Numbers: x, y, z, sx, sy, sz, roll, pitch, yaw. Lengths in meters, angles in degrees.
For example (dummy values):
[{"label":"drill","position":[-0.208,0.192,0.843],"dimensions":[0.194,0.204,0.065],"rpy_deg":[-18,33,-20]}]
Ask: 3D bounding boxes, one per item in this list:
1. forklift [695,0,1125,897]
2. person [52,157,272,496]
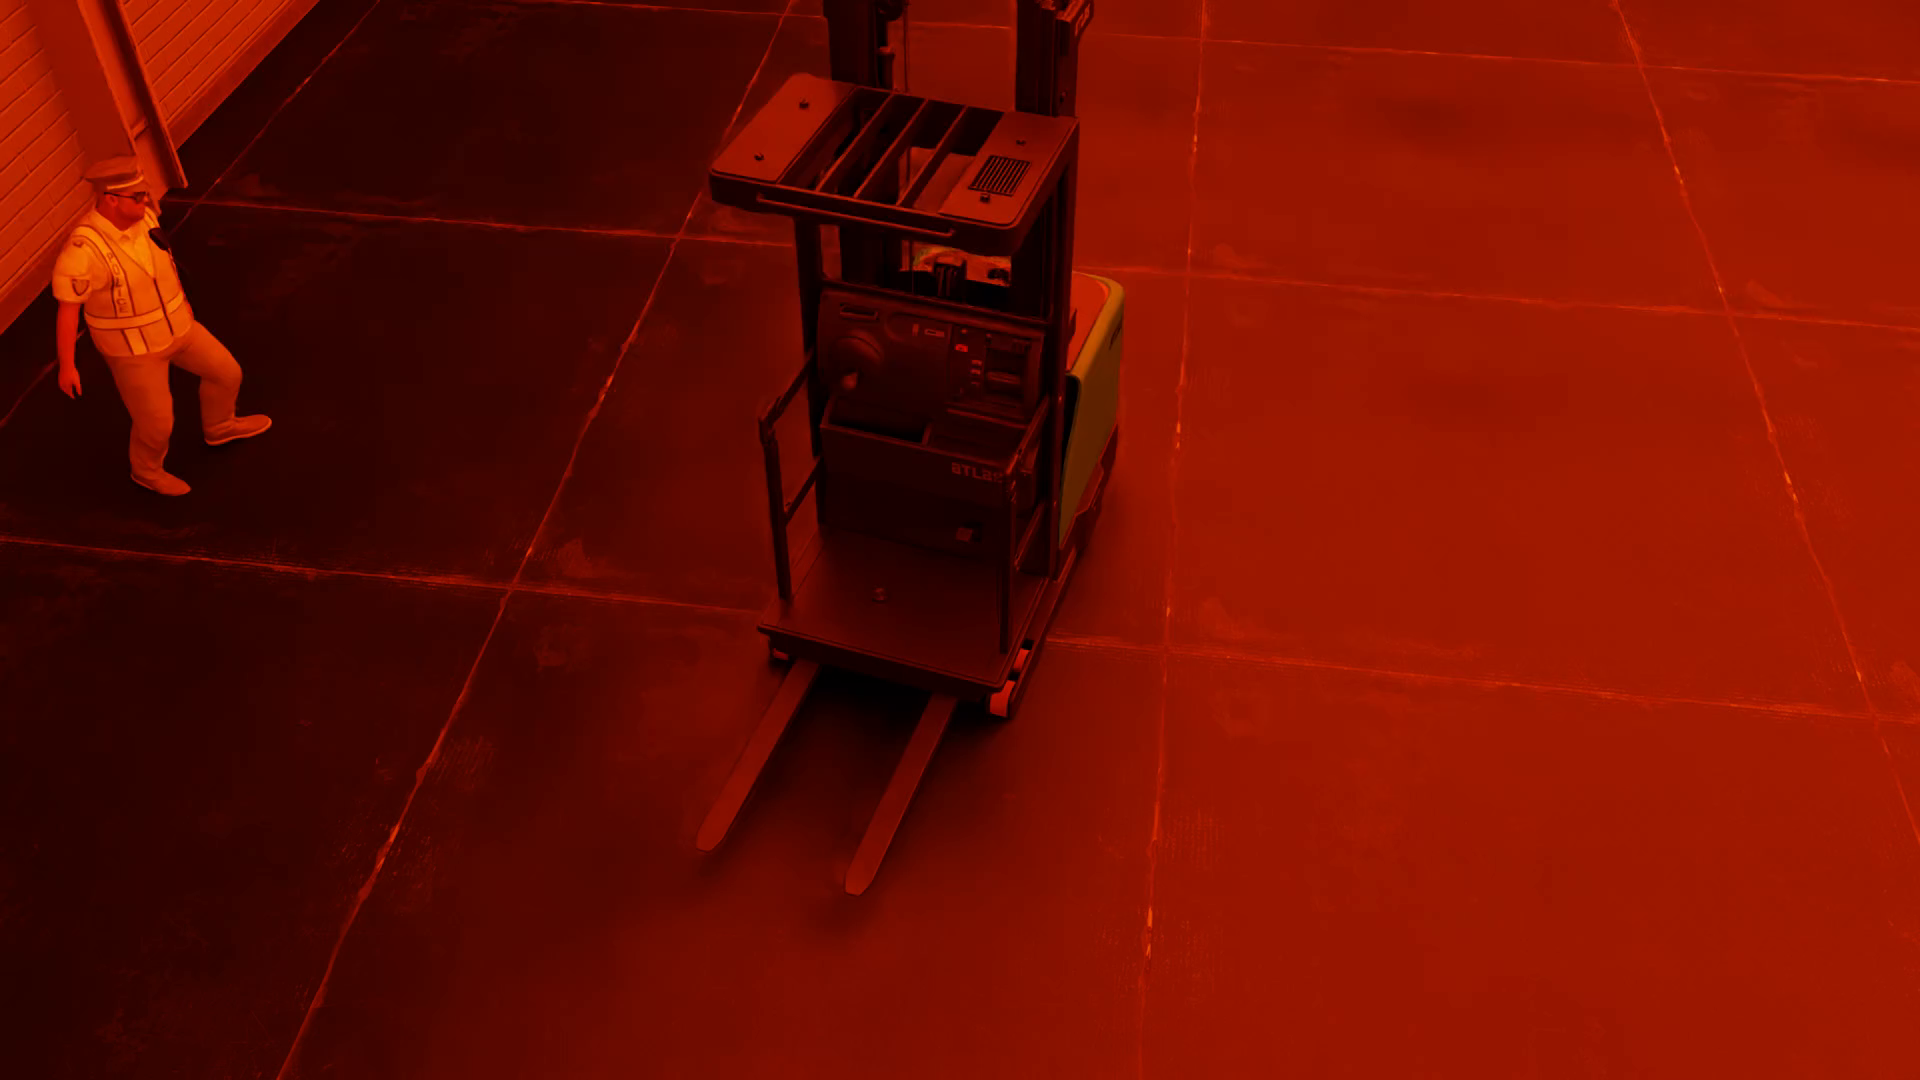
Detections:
[{"label":"forklift","position":[-0.193,-0.642,6.423],"dimensions":[1.130,2.935,3.031],"rpy_deg":[13,44,14]},{"label":"person","position":[-3.798,-0.955,7.715],"dimensions":[0.461,1.731,0.896],"rpy_deg":[16,45,17]}]
